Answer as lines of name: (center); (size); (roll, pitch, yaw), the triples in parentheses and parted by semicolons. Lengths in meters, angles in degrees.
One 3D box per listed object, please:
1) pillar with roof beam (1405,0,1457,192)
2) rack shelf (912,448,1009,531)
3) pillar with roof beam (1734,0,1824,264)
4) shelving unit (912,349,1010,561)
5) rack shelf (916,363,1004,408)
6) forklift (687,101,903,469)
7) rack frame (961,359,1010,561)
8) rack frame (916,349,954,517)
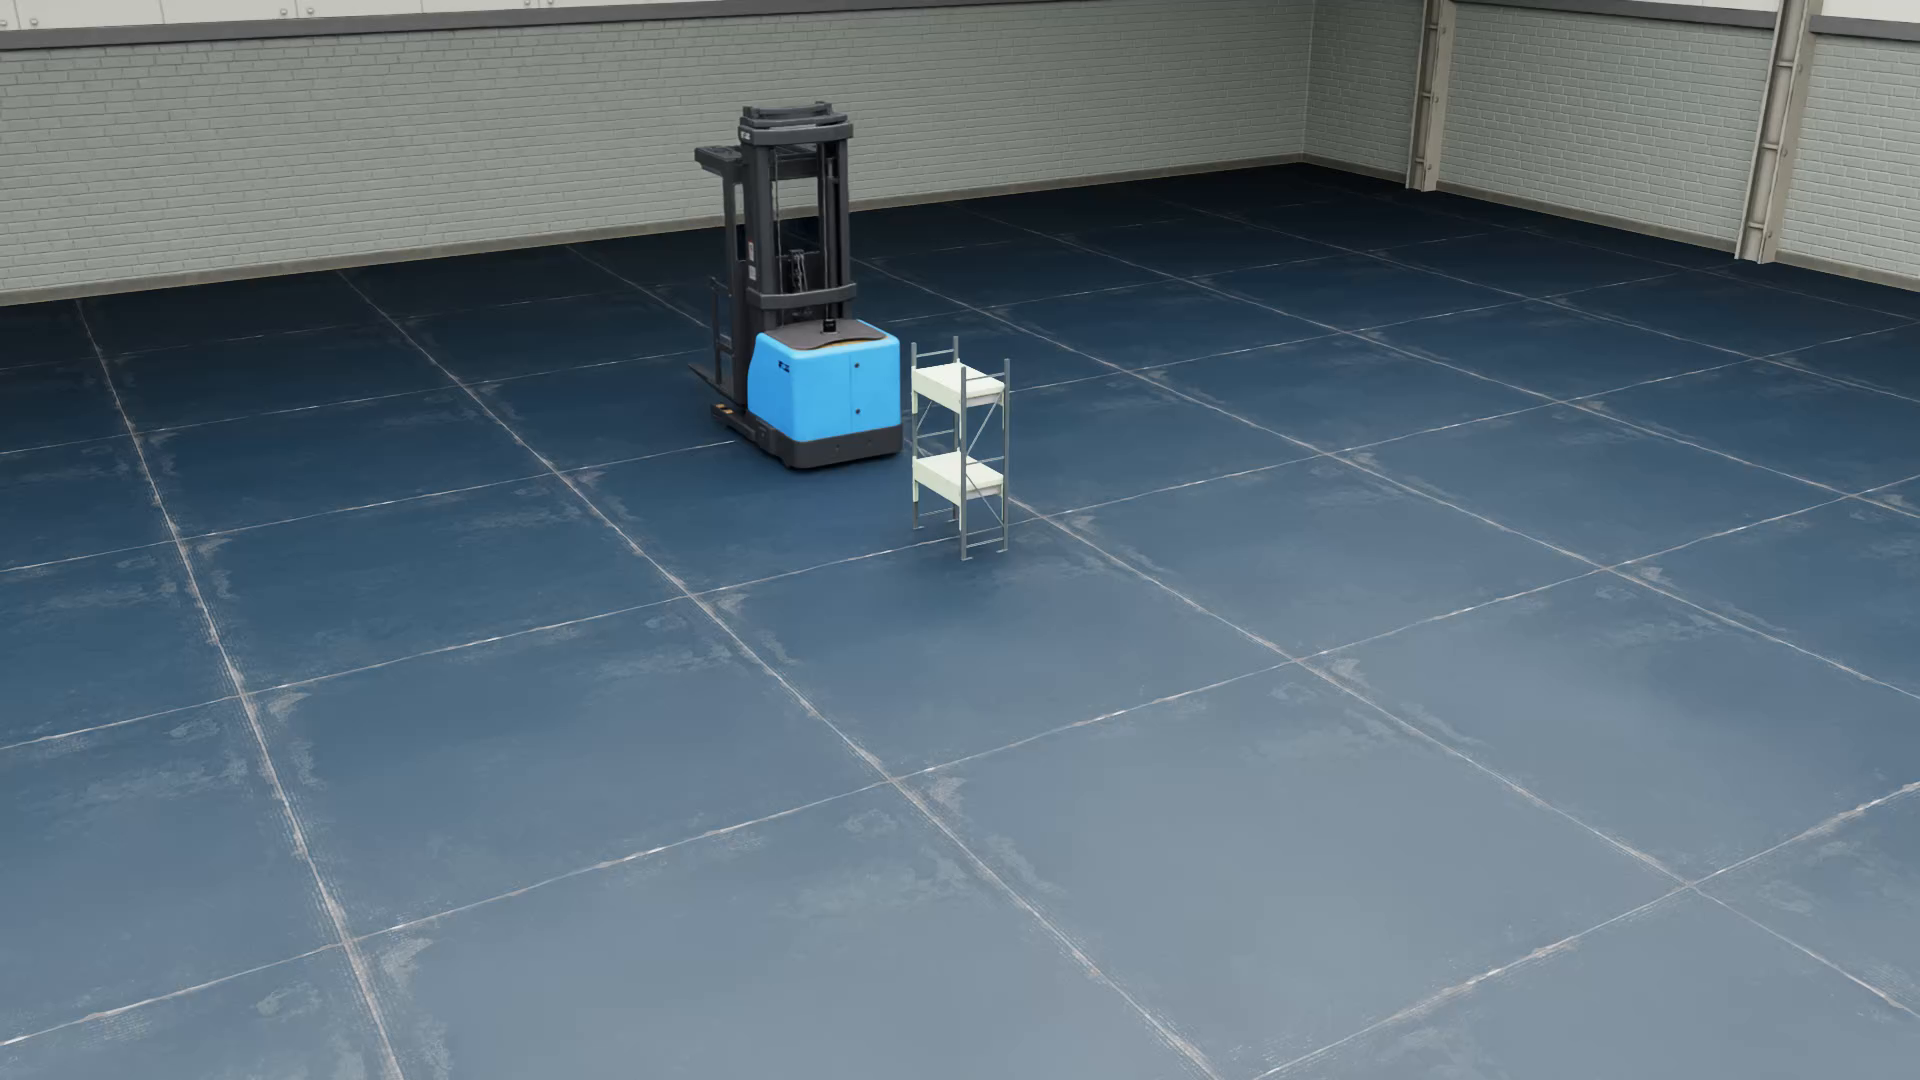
pillar with roof beam: (3.692, -8.971, 22.932); (9.100, 9.000, 0.400); (-13, 25, -28)
rack shelf: (-0.003, -0.395, 12.657); (0.431, 0.370, 0.720); (-13, 25, -28)
pillar with roof beam: (6.757, -7.029, 18.153); (9.100, 9.000, 0.400); (-13, 25, -28)
shelving unit: (-0.002, -0.696, 12.532); (0.431, 1.500, 0.748); (-13, 25, -28)
rack shelf: (-0.003, -1.149, 12.351); (0.368, 0.124, 0.686); (-13, 25, -28)
forklift: (-1.671, -2.475, 15.008); (1.130, 2.935, 3.031); (-12, 25, -27)
rack frame: (0.184, -0.578, 12.243); (0.400, 1.500, 0.023); (-13, 25, -28)
rack frame: (-0.192, -0.815, 12.825); (0.380, 1.308, 0.010); (-13, 25, -28)
